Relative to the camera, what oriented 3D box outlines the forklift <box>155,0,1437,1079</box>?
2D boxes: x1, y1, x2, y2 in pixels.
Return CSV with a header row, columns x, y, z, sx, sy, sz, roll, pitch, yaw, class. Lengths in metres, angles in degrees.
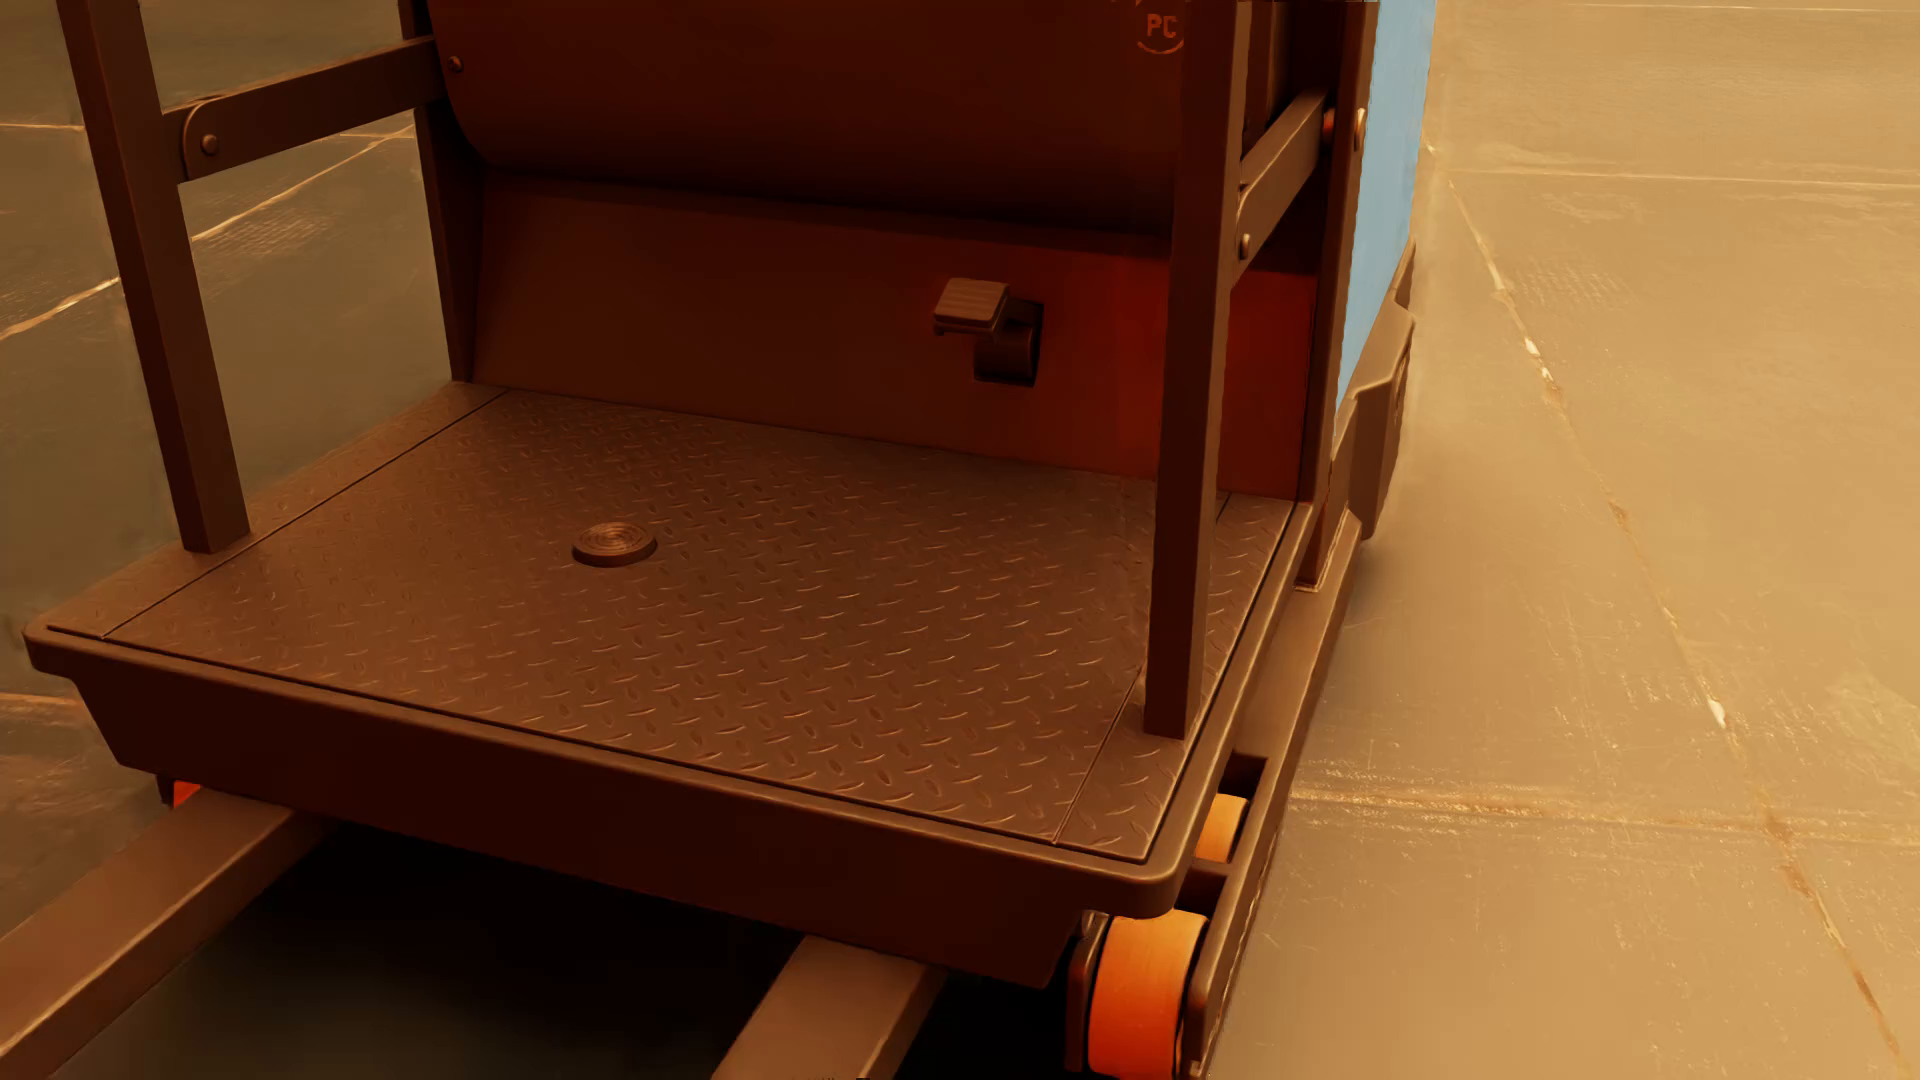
x,y,z,sx,sy,sz,roll,pitch,yaw,class
-0.200,-1.024,1.269,1.130,2.935,3.031,9,28,18,forklift
